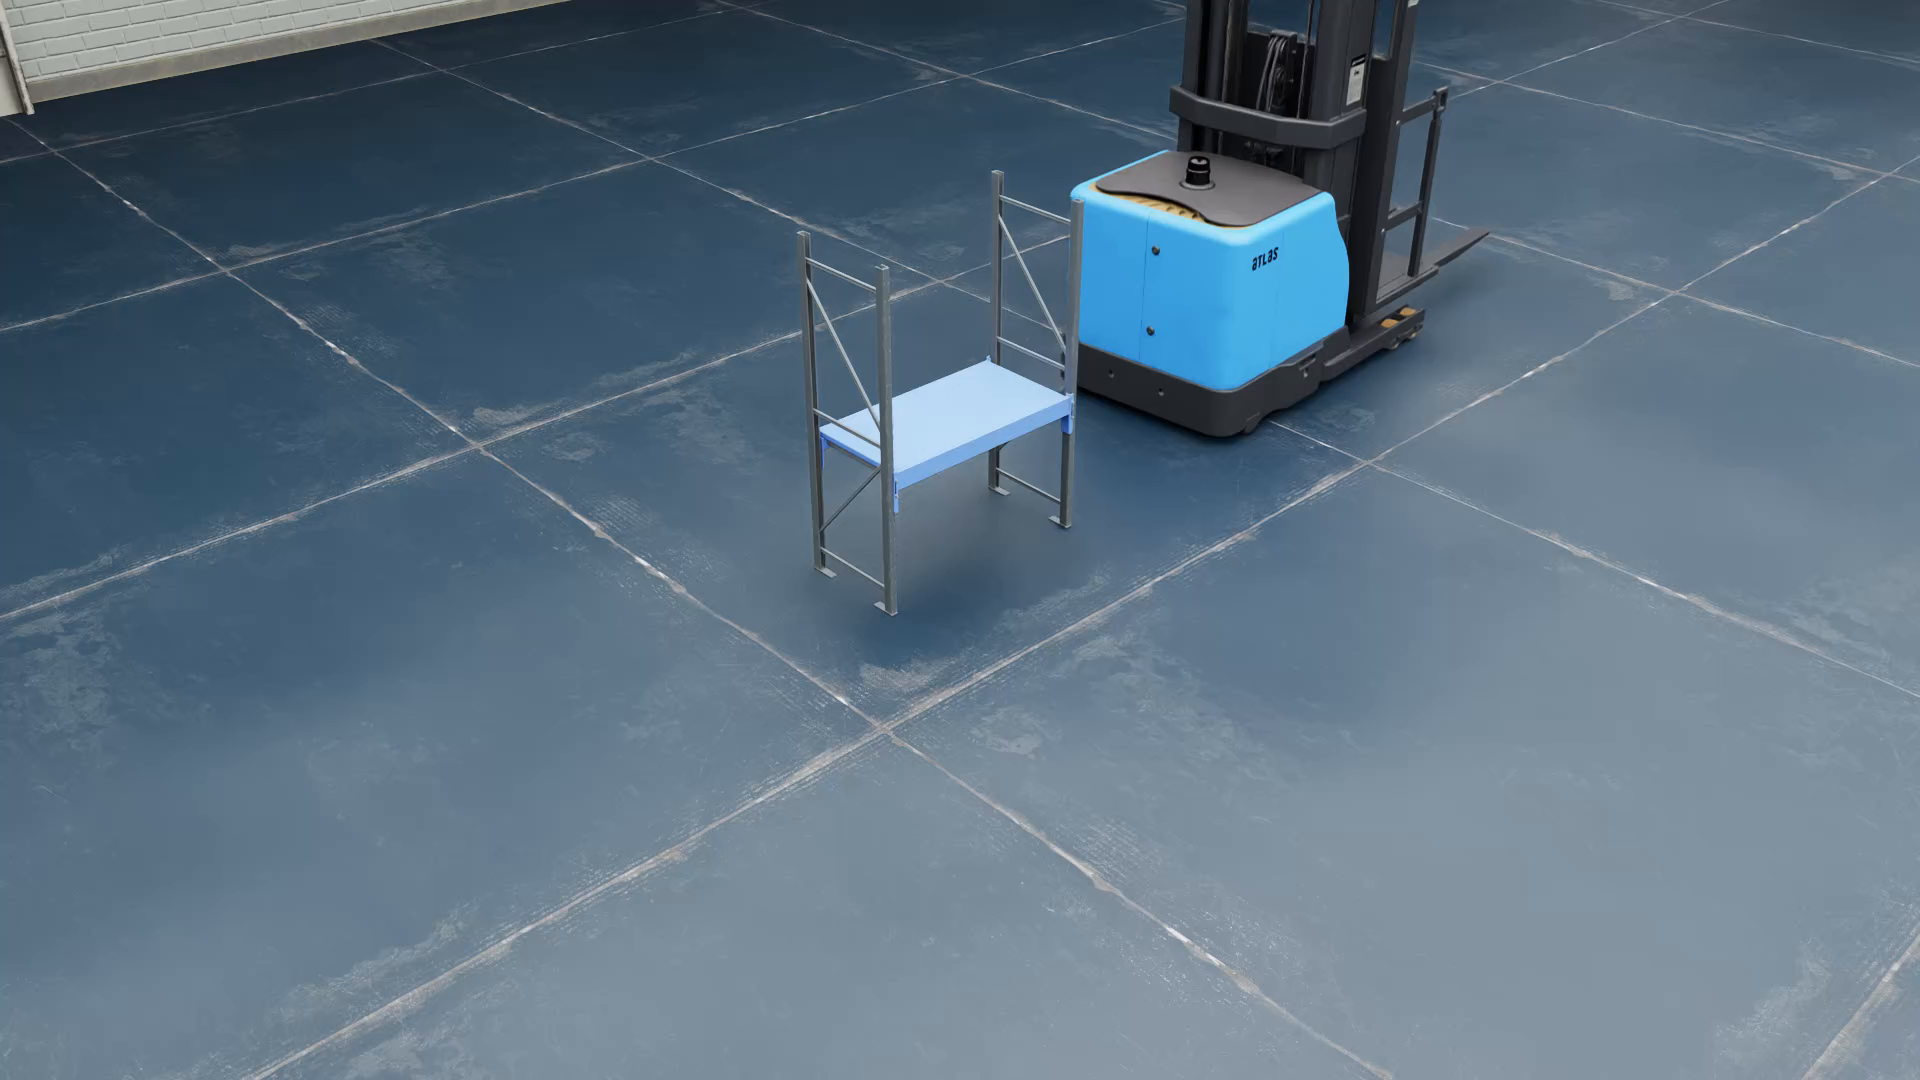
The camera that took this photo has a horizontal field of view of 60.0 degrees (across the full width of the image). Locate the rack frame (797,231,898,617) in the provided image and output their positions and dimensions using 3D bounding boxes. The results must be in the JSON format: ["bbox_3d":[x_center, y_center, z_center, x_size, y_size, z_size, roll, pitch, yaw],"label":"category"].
[{"bbox_3d":[-0.435,-0.429,6.514,0.032,1.500,0.500,-26,40,-35],"label":"rack frame"}]

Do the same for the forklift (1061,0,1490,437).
[{"bbox_3d":[1.873,-2.426,8.409,1.130,2.935,3.031,25,39,35],"label":"forklift"}]

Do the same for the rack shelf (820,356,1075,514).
[{"bbox_3d":[-0.063,-0.456,6.903,1.000,0.185,0.538,-26,40,-35],"label":"rack shelf"}]

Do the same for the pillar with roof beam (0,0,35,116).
[{"bbox_3d":[-4.272,-5.389,7.437,0.400,9.000,9.100,-26,40,-35],"label":"pillar with roof beam"}]

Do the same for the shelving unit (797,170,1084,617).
[{"bbox_3d":[-0.063,-0.610,6.809,1.048,1.500,0.538,-26,40,-35],"label":"shelving unit"}]

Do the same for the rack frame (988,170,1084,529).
[{"bbox_3d":[0.310,-0.790,7.104,0.032,1.500,0.500,-26,40,-35],"label":"rack frame"}]
